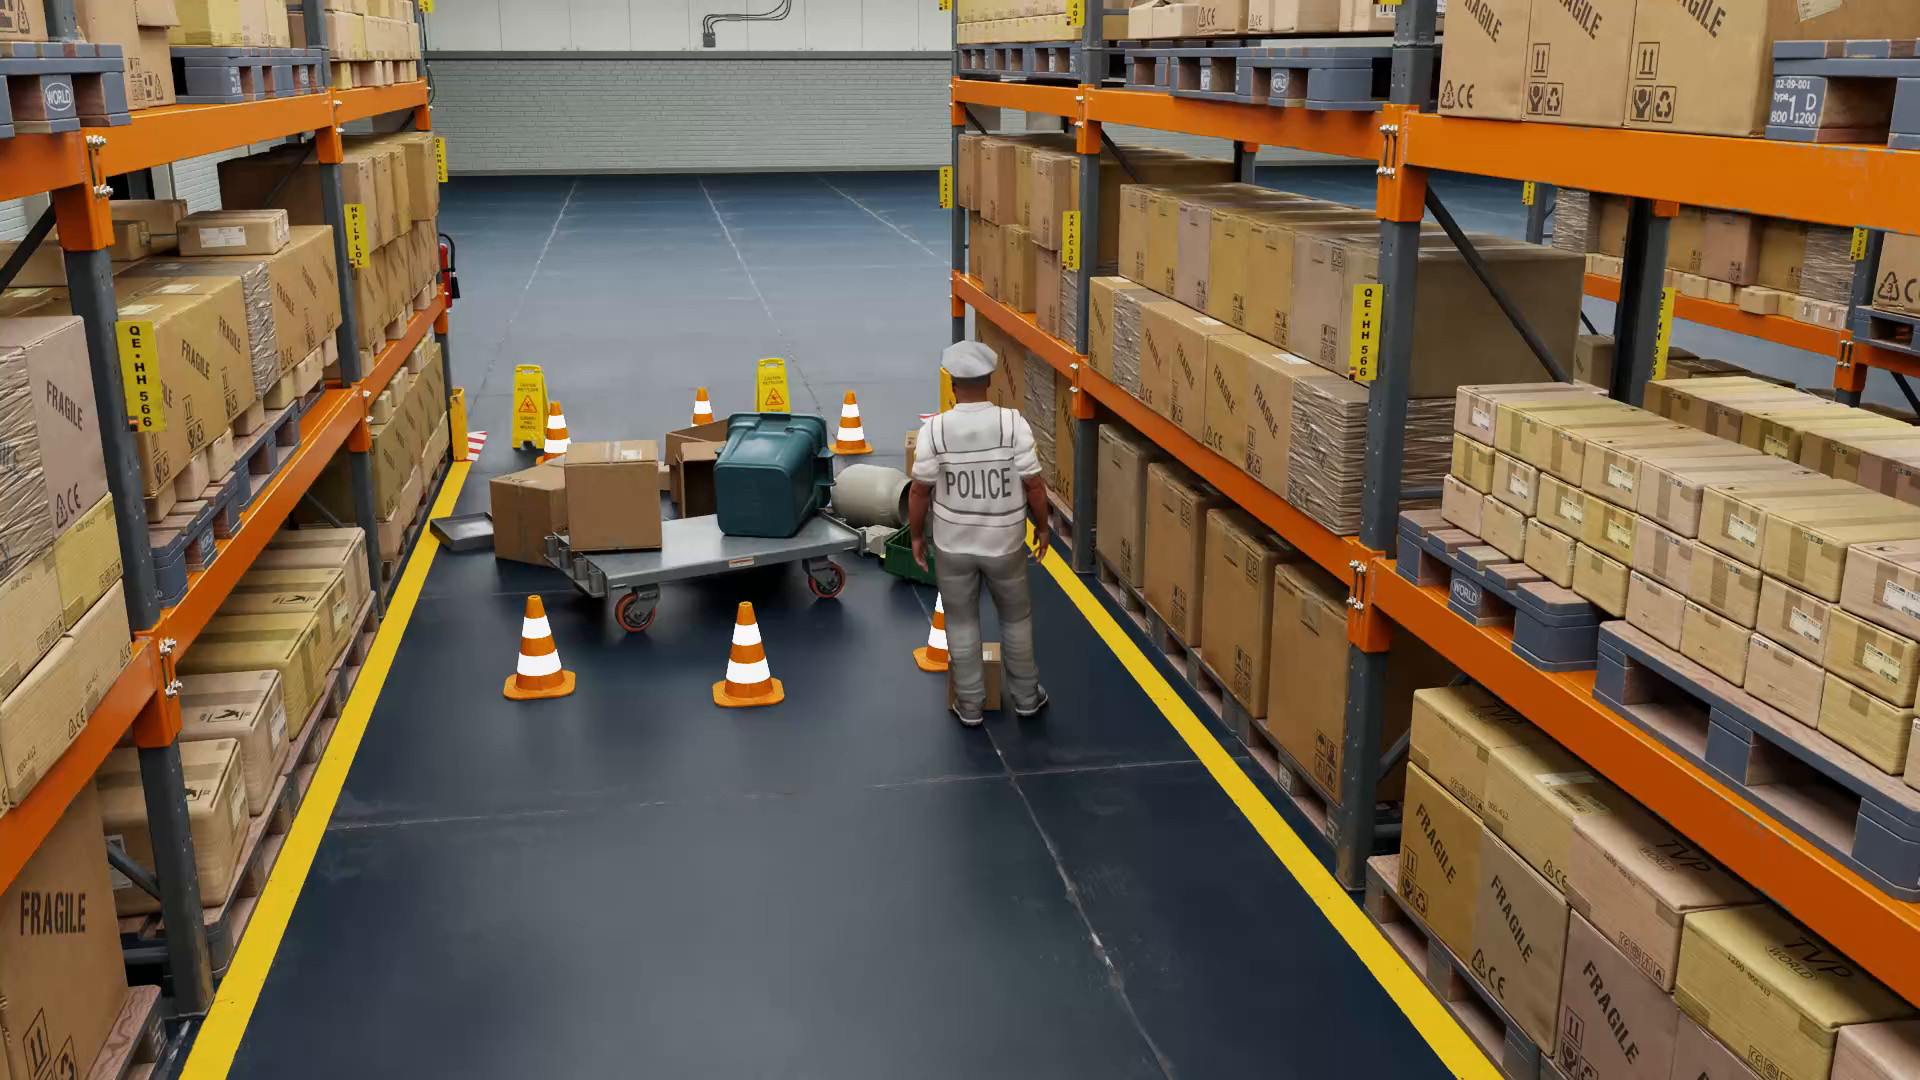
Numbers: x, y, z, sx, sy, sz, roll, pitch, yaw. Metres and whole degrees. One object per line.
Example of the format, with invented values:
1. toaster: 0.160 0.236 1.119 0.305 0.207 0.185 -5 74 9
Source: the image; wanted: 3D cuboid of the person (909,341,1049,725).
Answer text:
1. person: 0.094 -0.031 7.545 0.641 1.779 0.573 0 16 1
